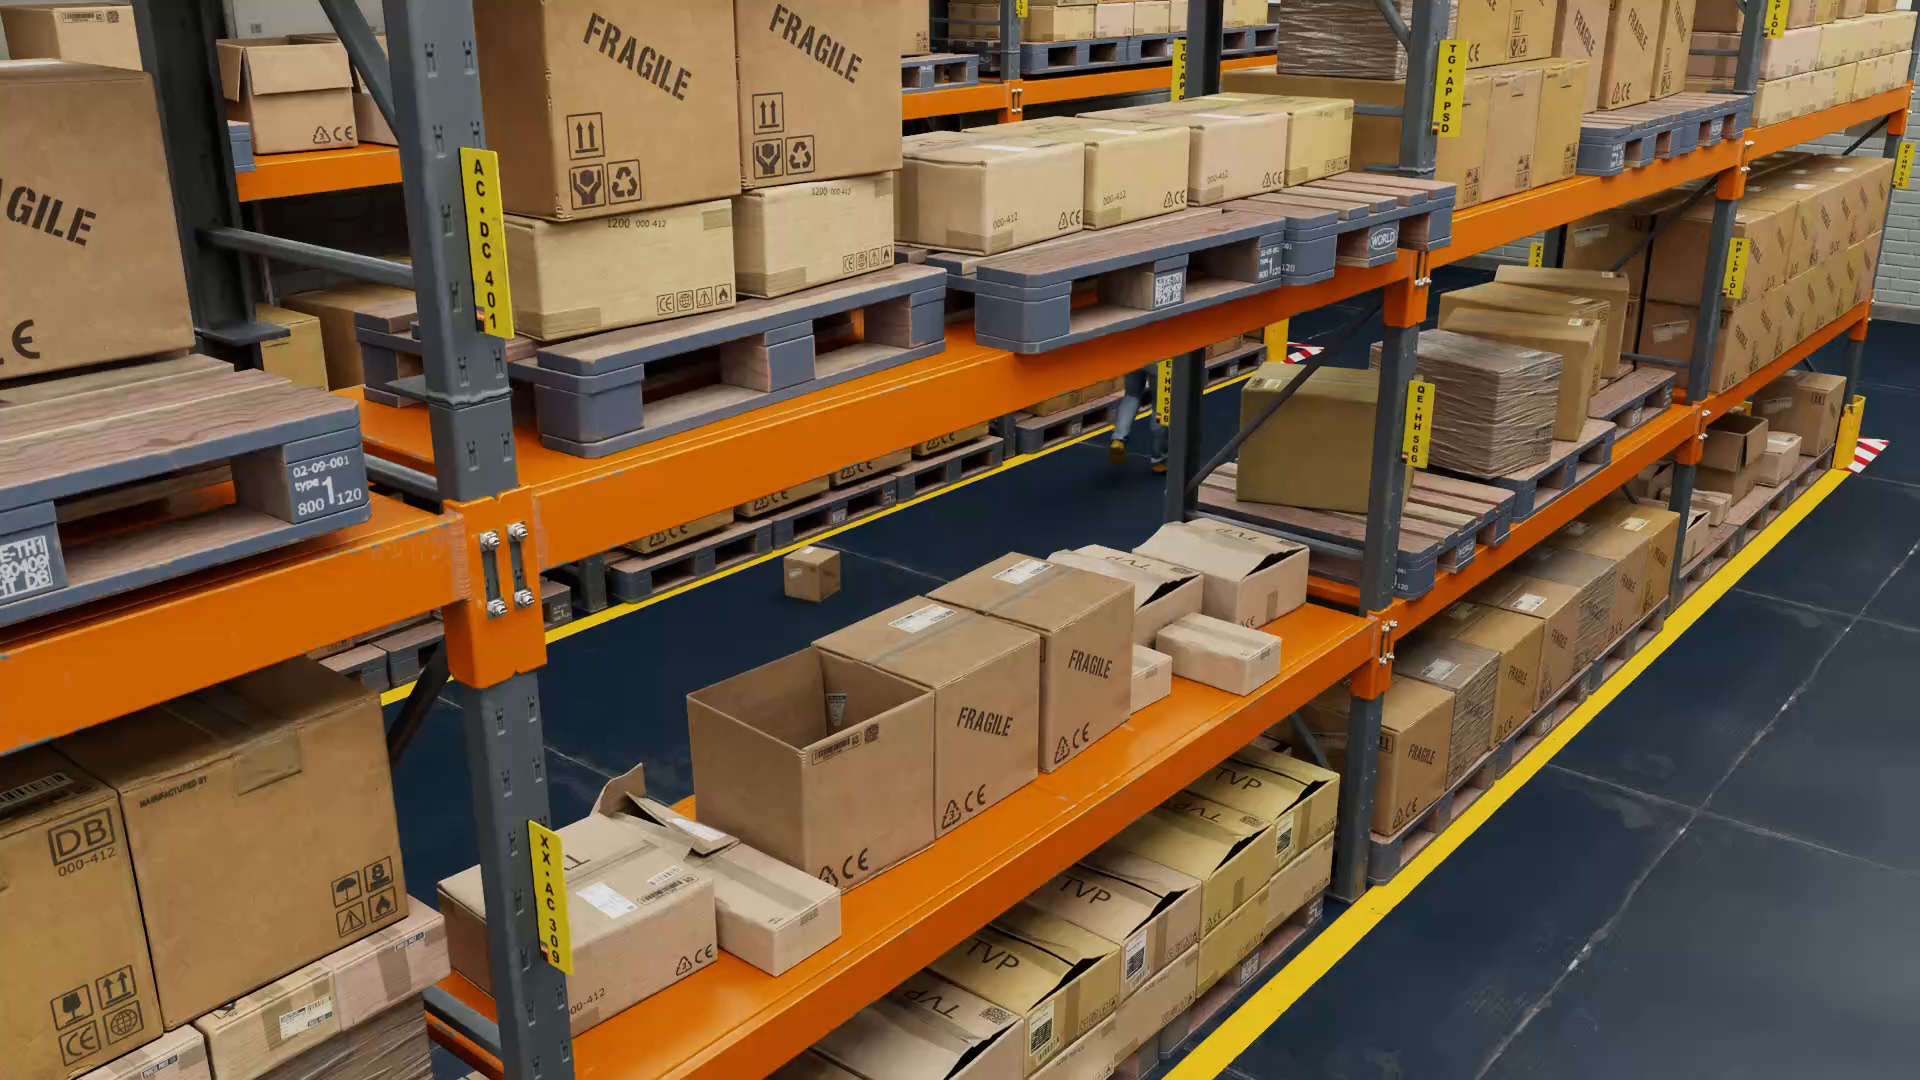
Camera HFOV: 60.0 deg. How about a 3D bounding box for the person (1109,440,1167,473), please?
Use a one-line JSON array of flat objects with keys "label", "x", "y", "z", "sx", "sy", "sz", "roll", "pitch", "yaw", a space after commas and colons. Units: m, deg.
[{"label": "person", "x": 4.422, "y": 1.569, "z": 2.122, "sx": 16.314, "sy": 3.168, "sz": 15.423, "roll": 12, "pitch": 23, "yaw": 29}]
